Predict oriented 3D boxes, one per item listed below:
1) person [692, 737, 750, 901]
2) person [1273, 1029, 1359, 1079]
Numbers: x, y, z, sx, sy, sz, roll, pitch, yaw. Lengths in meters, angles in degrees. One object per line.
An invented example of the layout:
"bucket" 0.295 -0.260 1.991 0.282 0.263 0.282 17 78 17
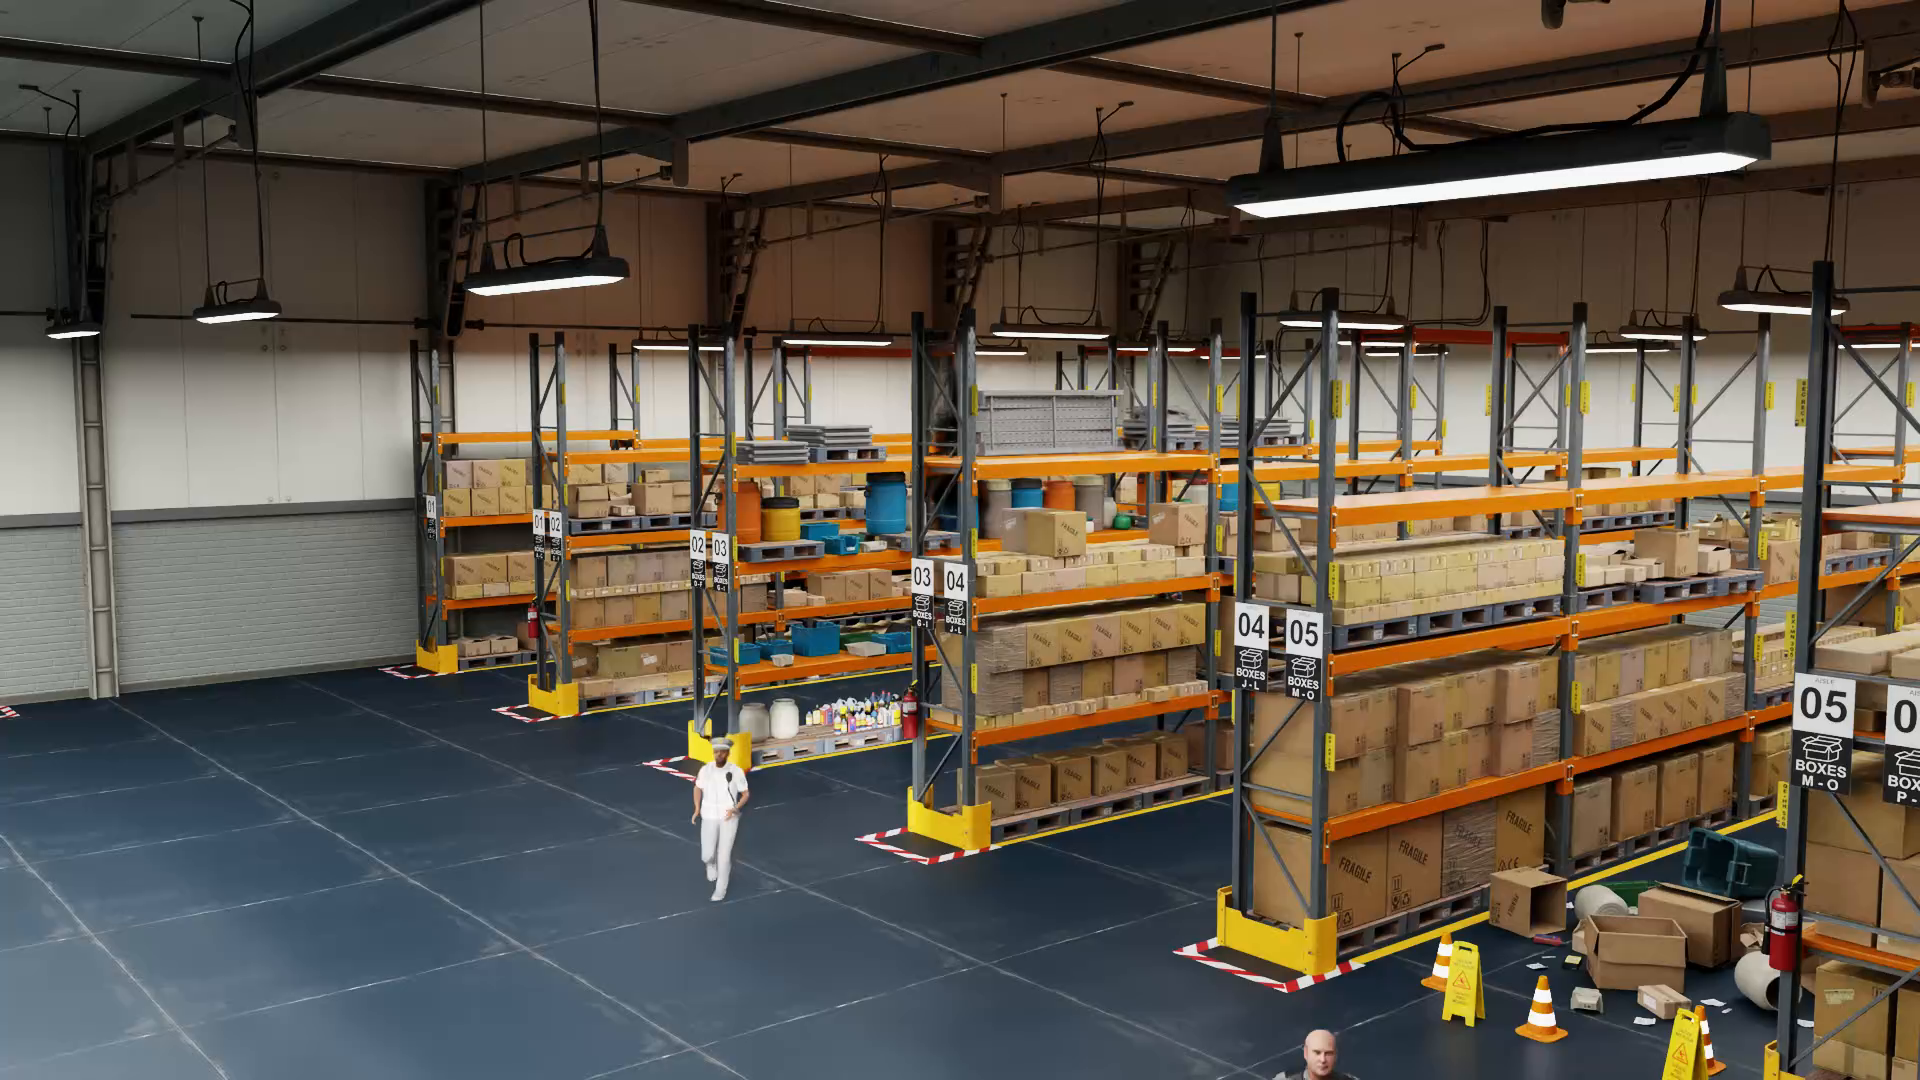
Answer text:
"person" -2.421 2.800 16.799 0.588 1.656 0.564 0 5 3
"person" 1.899 3.515 8.934 0.699 1.644 0.976 1 5 16
